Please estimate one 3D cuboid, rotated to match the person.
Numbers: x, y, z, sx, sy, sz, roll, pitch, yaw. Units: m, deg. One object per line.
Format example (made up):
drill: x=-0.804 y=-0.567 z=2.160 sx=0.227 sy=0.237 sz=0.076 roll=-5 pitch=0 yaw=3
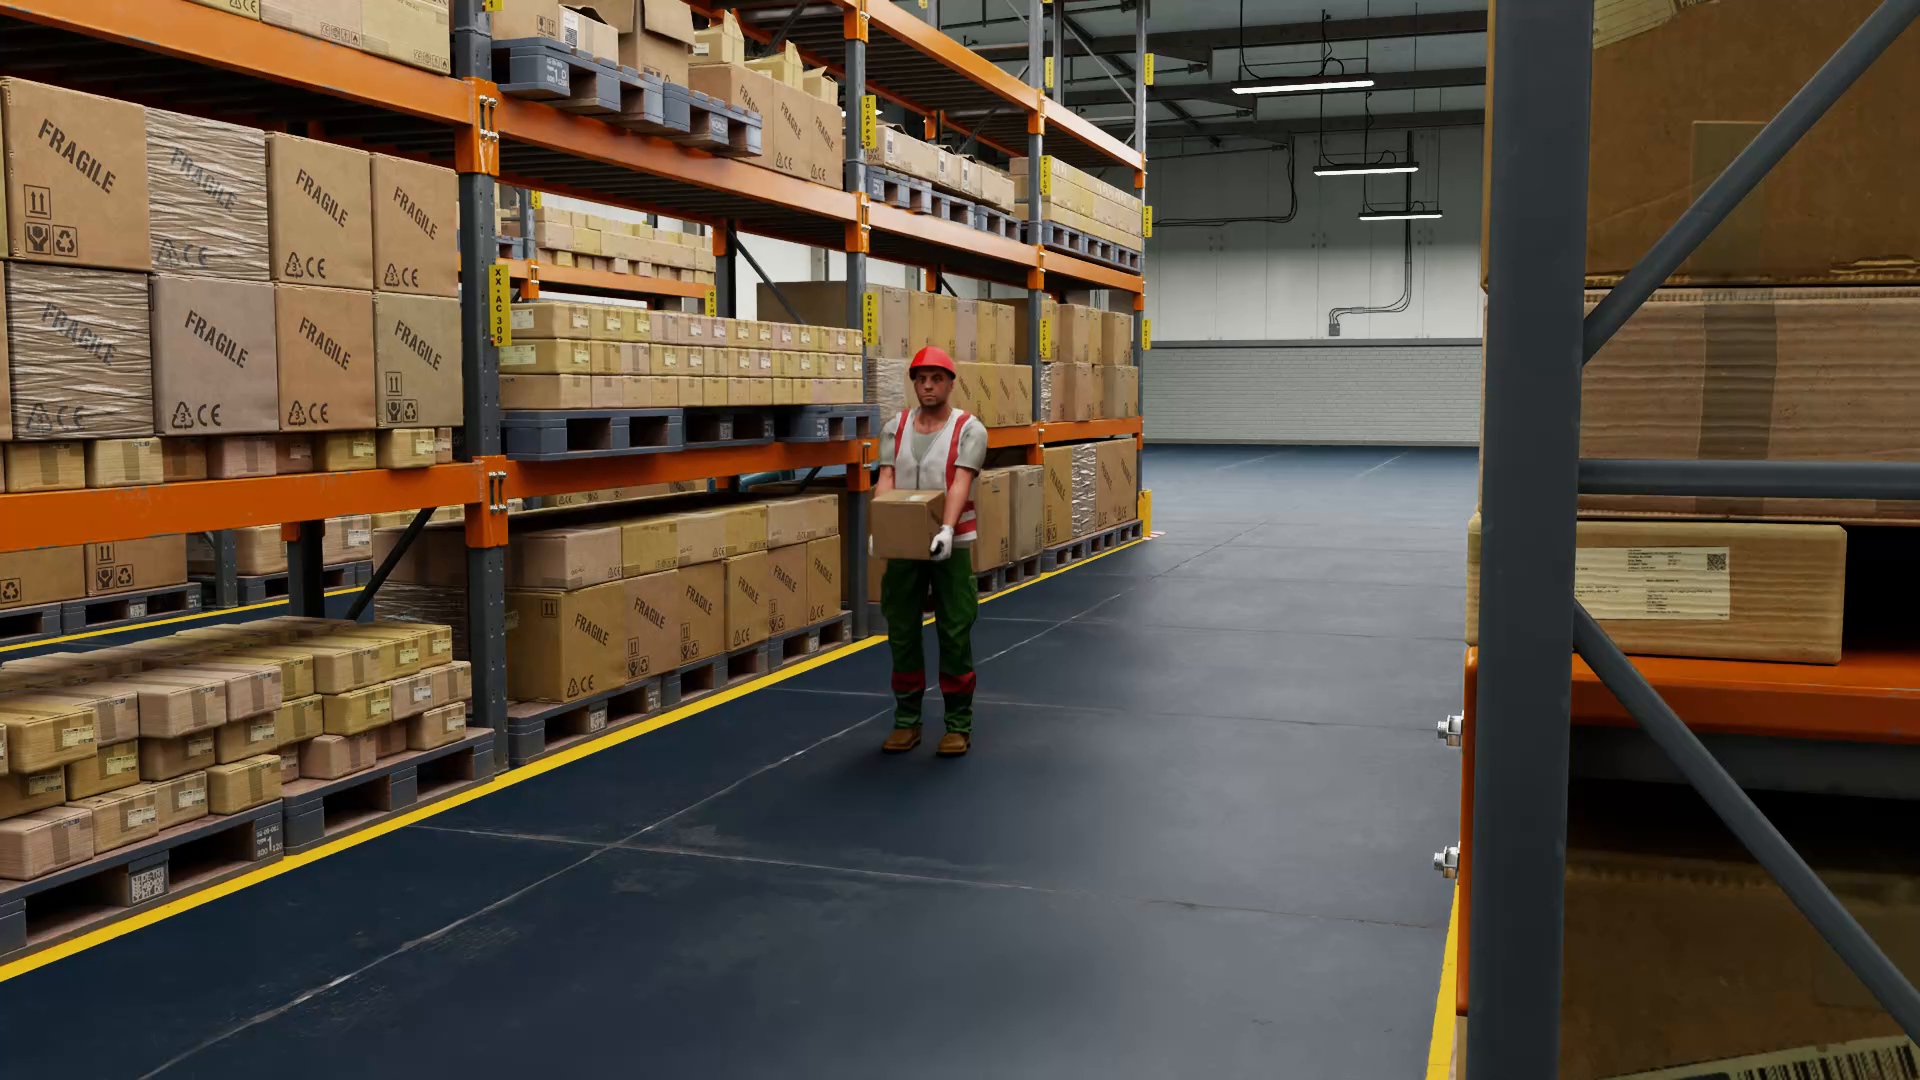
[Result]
person: x=-0.148 y=0.049 z=7.264 sx=0.495 sy=1.786 sz=0.556 roll=2 pitch=5 yaw=18
